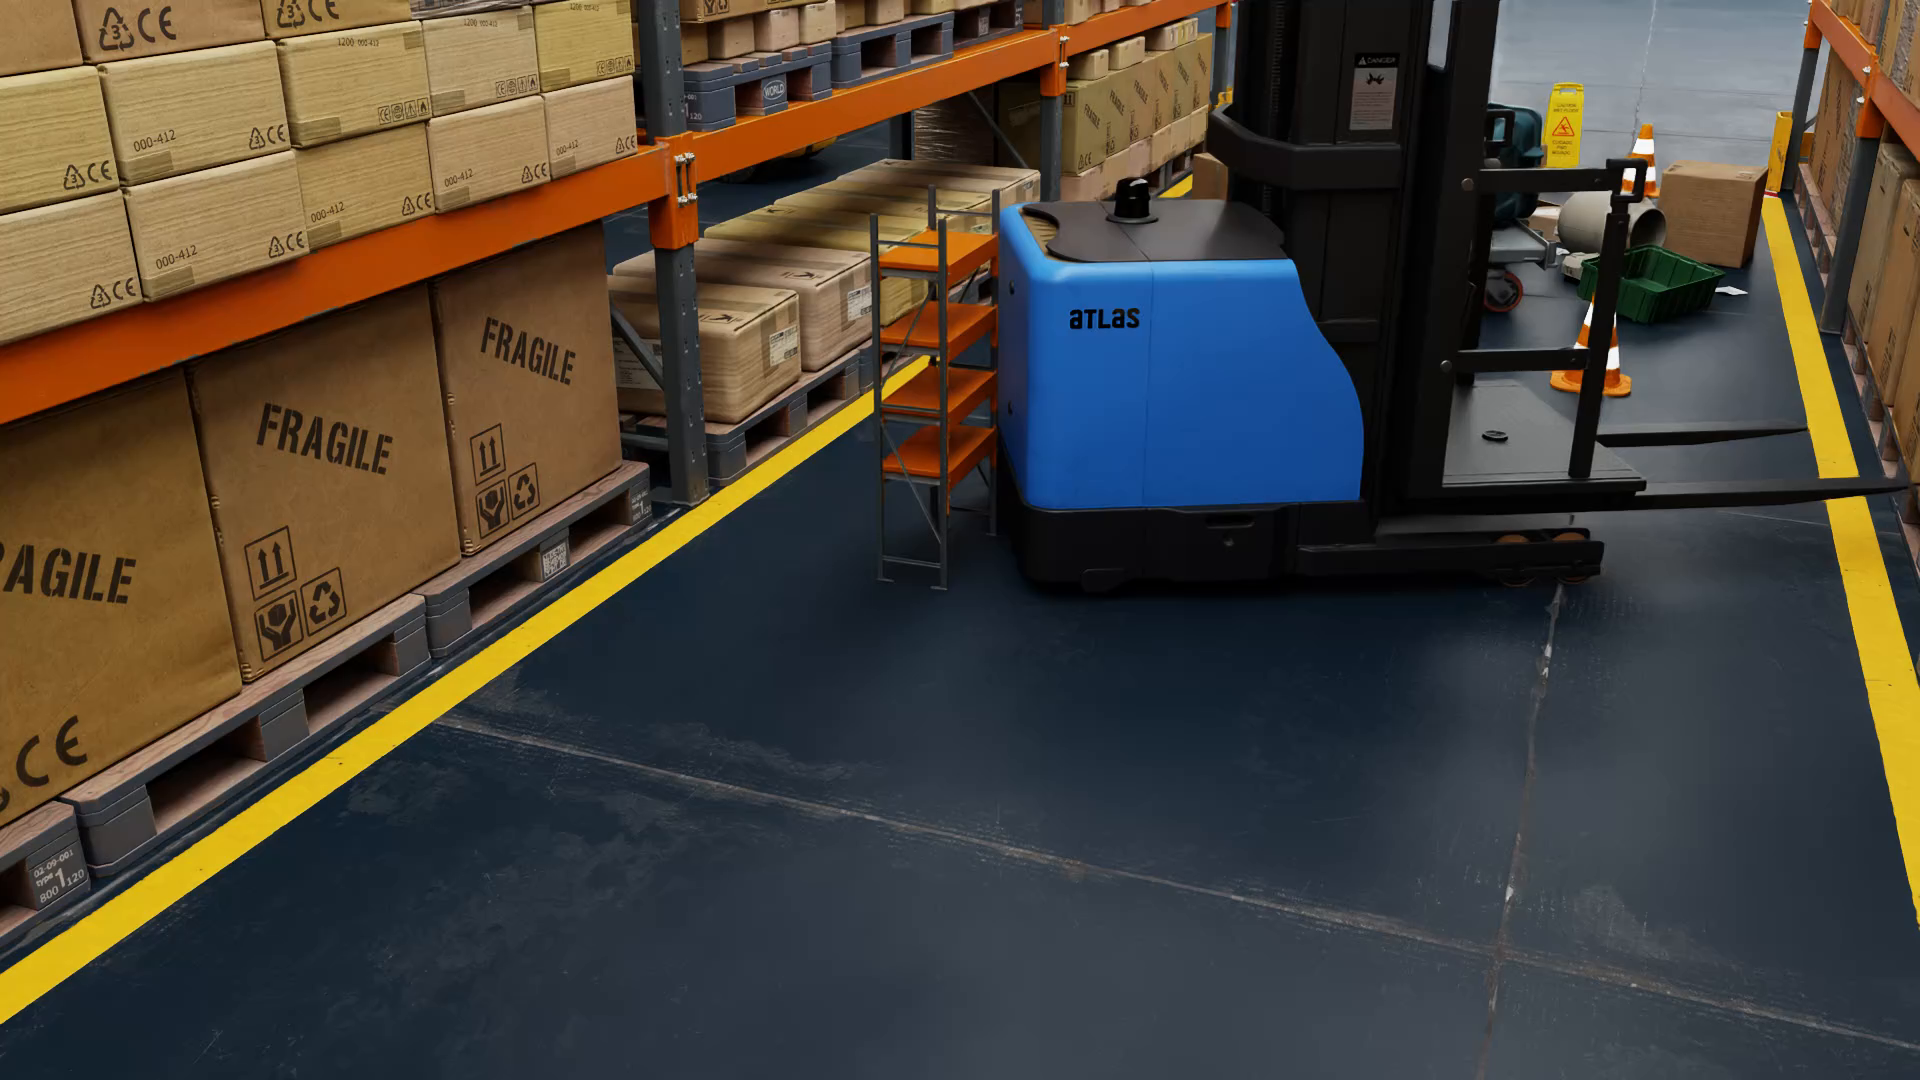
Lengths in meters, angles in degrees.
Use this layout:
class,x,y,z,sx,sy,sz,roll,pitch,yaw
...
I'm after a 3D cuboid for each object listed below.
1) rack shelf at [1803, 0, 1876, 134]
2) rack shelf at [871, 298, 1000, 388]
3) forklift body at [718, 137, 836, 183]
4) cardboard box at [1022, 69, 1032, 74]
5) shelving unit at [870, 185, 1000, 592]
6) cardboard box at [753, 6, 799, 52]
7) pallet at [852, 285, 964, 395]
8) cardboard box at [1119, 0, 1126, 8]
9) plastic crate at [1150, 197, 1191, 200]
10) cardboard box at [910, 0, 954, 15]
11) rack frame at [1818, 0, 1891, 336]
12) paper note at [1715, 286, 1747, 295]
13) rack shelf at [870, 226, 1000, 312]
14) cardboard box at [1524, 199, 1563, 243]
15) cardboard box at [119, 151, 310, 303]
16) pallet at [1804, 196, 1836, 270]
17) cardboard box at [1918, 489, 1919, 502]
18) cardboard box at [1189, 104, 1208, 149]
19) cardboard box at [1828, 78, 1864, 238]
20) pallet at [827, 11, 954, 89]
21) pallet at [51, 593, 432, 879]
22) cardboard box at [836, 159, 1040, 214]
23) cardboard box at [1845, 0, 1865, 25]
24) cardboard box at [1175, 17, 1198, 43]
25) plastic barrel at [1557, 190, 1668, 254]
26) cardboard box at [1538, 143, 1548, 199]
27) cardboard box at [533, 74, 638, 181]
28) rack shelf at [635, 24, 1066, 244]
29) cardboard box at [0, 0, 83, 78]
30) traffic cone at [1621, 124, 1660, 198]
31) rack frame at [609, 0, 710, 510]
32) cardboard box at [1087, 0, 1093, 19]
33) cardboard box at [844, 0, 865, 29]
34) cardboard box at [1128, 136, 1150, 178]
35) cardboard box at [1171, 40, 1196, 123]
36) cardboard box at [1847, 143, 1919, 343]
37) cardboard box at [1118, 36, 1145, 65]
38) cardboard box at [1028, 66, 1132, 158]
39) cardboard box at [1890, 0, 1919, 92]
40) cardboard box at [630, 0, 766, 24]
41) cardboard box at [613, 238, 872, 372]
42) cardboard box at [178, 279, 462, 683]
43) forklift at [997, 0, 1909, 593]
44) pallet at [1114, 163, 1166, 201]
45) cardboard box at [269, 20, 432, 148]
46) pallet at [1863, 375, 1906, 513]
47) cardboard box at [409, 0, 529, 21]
class,x,y,z,sx,sy,sz,roll,pitch,yaw
rack shelf,5.456,-2.729,9.326,1.077,0.370,4.000,9,24,20
rack shelf,-0.071,-0.638,5.315,0.258,0.148,0.480,8,24,18
forklift body,-2.055,-3.828,12.123,2.313,2.155,1.214,9,24,20
cardboard box,0.238,-2.722,10.424,0.500,0.500,0.500,9,24,21
shelving unit,-0.071,-0.494,5.376,0.258,1.200,0.503,8,24,18
cardboard box,-0.832,-1.942,6.289,0.380,0.149,0.250,7,24,17
pallet,-0.659,-1.015,7.905,1.003,0.211,1.213,9,24,20
cardboard box,0.805,-3.350,10.204,0.380,0.149,0.250,9,24,20
plastic crate,1.425,-2.115,10.711,0.402,0.080,0.583,1,23,2
cardboard box,-0.247,-2.509,7.647,0.380,0.149,0.250,9,24,20
rack frame,4.714,-2.346,7.474,1.000,3.000,0.127,9,24,20
paper note,4.122,-1.346,8.933,0.147,0.020,0.142,-7,24,-17
rack shelf,-0.071,-0.856,5.224,0.258,0.148,0.480,8,24,18
cardboard box,3.642,-1.963,10.105,0.396,0.266,0.258,13,26,29
cardboard box,-1.893,-0.750,3.848,0.500,0.250,0.500,8,24,19
pallet,5.520,-1.758,9.685,1.003,0.211,1.213,9,24,20
cardboard box,3.537,-0.275,4.891,1.050,0.750,0.750,8,24,19
cardboard box,1.507,-3.038,12.155,0.500,0.250,0.500,9,24,20
cardboard box,5.343,-2.097,9.091,0.875,0.875,0.875,9,24,20
pallet,-0.708,-2.213,7.404,1.003,0.211,1.213,9,24,20
pallet,-2.223,0.406,4.503,1.003,0.211,1.213,9,24,20
cardboard box,-0.112,-1.811,9.059,0.950,0.372,0.625,9,24,21
cardboard box,5.436,-3.129,9.155,0.875,0.550,0.500,9,24,20
cardboard box,1.436,-3.555,11.577,0.380,0.149,0.250,10,24,22
plastic barrel,3.711,-1.783,9.468,0.421,0.421,0.512,-12,25,-26
cardboard box,3.264,-2.307,10.620,0.797,0.503,0.637,-7,24,-17
cardboard box,-1.352,-1.299,5.164,0.500,0.250,0.500,8,24,18
rack shelf,-0.663,-1.971,7.509,1.077,0.370,4.000,9,24,20
cardboard box,-2.109,-1.144,3.171,0.500,0.500,0.500,8,24,19
traffic cone,4.684,-2.620,11.422,0.336,0.463,0.334,9,24,20
rack frame,-1.406,-1.587,5.657,1.000,3.000,0.127,9,24,20
cardboard box,0.541,-3.067,9.527,0.380,0.149,0.250,10,24,22
cardboard box,-0.625,-2.242,7.006,0.380,0.149,0.250,10,25,22
cardboard box,0.932,-2.499,10.863,0.500,0.250,0.500,8,24,19
cardboard box,1.320,-3.209,11.591,0.500,0.500,0.500,10,25,22
cardboard box,4.566,-1.266,7.264,1.050,0.750,0.750,9,24,20
cardboard box,0.939,-3.078,10.436,0.380,0.149,0.250,10,25,23
cardboard box,0.738,-2.655,10.264,0.500,0.500,0.500,10,25,22
cardboard box,4.081,-2.061,6.664,0.500,0.500,0.500,9,24,20
cardboard box,-1.024,-2.092,5.806,0.500,0.500,0.500,8,24,19
cardboard box,-0.920,-1.034,7.198,0.950,0.372,0.625,8,24,19
cardboard box,-2.075,-0.246,4.660,0.875,0.875,0.875,9,24,21
forklift,1.664,-1.402,5.304,3.031,2.935,1.130,-2,23,-5
pallet,0.748,-2.415,11.258,1.003,0.211,1.213,9,24,20
cardboard box,-1.708,-1.168,4.202,0.500,0.250,0.500,8,24,19
pallet,4.045,-0.334,6.276,1.003,0.211,1.213,9,24,20
cardboard box,-1.538,-1.687,4.470,0.500,0.500,0.500,9,24,21
